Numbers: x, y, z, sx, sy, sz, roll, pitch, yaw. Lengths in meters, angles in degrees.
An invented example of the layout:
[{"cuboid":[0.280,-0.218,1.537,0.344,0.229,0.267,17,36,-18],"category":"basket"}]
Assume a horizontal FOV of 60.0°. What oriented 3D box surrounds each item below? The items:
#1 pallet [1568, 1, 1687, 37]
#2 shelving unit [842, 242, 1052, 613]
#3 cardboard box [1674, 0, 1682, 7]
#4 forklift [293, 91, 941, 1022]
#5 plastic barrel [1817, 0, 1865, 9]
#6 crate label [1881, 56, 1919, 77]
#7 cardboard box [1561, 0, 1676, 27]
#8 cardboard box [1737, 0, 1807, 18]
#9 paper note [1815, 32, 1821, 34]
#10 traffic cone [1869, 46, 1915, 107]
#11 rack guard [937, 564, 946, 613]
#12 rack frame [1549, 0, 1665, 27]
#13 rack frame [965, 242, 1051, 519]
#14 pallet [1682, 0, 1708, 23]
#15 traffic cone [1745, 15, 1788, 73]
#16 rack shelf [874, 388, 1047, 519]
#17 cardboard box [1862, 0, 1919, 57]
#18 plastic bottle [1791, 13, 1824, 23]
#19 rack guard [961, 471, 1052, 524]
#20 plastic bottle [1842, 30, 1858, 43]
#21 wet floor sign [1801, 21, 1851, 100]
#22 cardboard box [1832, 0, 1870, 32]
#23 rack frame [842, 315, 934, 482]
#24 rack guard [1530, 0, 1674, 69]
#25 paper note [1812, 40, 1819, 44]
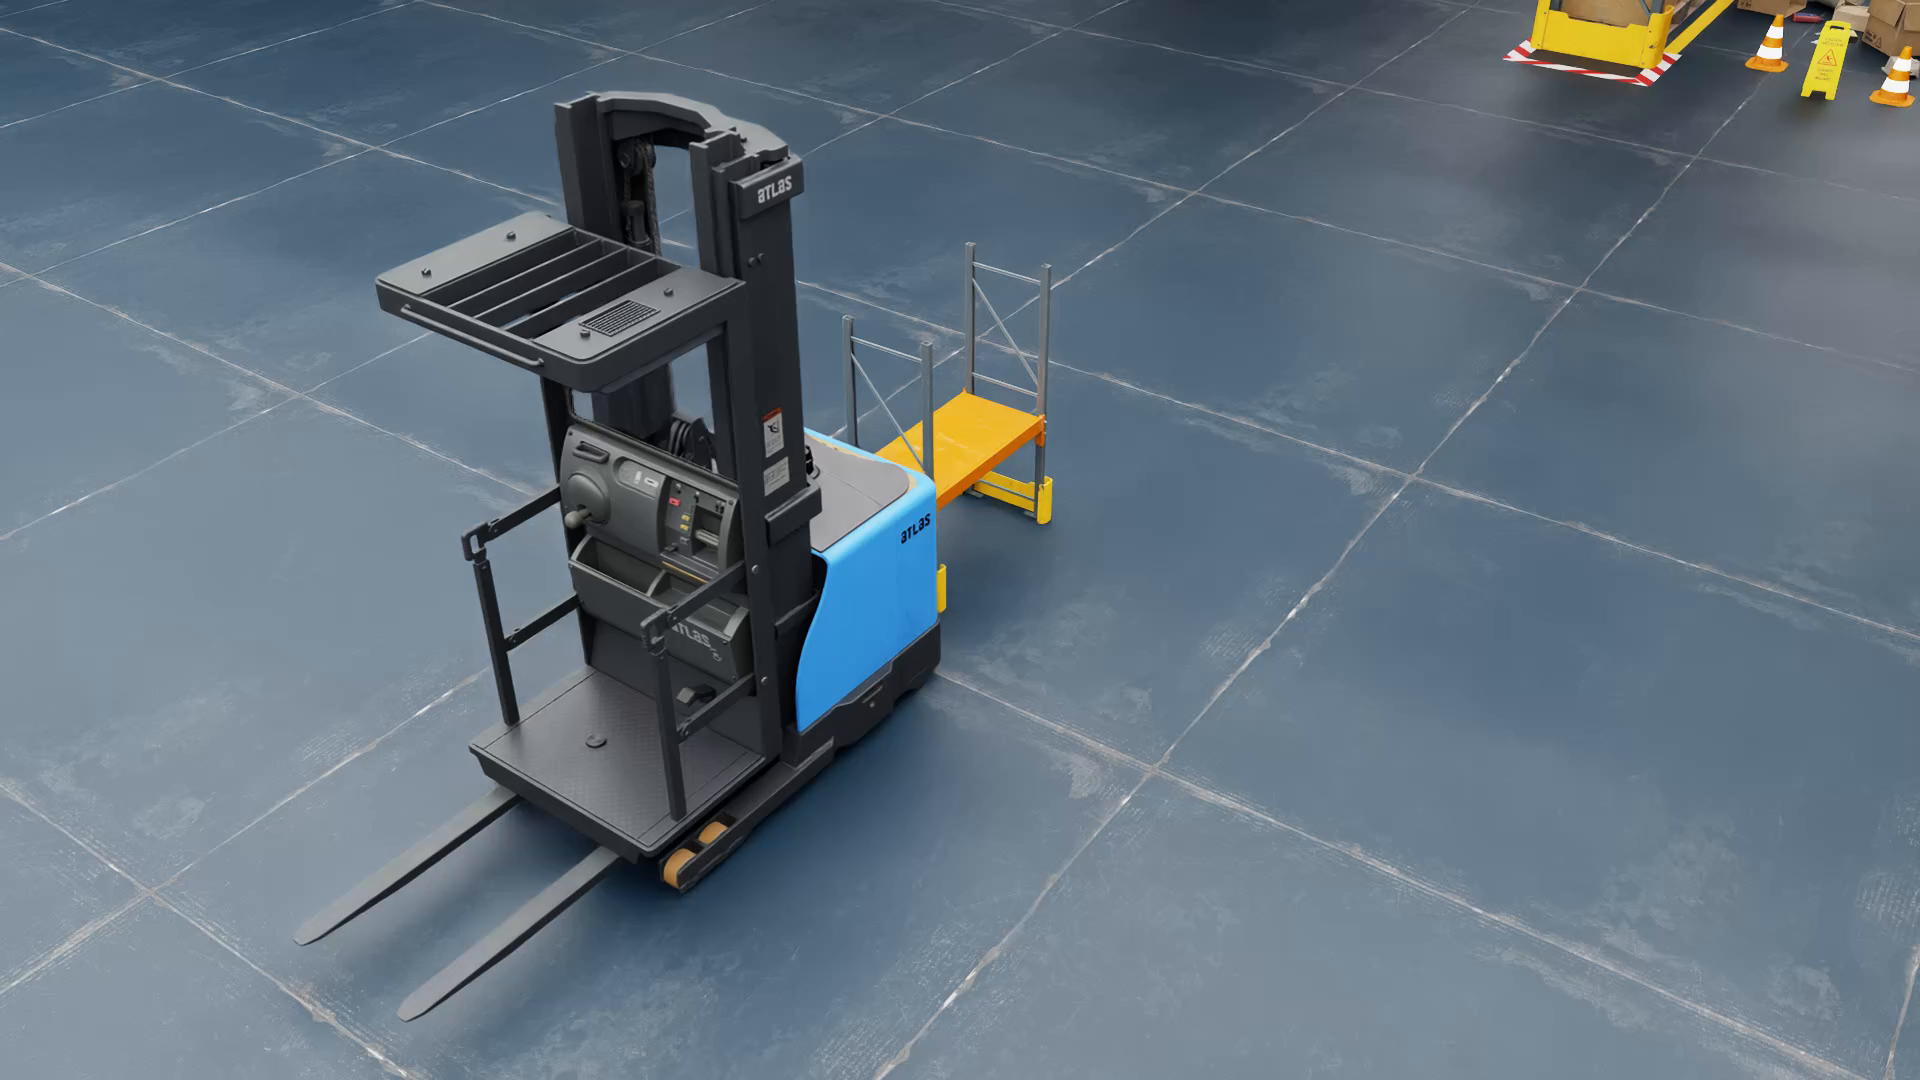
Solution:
[{"cuboid":[6.411,-5.094,16.270,1.003,0.211,1.213,21,39,28],"category":"pallet"},{"cuboid":[-0.043,-0.586,8.454,0.587,1.500,1.083,21,39,28],"category":"shelving unit"},{"cuboid":[6.852,-5.889,16.478,0.875,0.875,0.875,21,39,27],"category":"cardboard box"},{"cuboid":[-1.366,-0.093,6.447,1.130,2.935,3.031,22,40,29],"category":"forklift"},{"cuboid":[8.914,-5.618,16.855,0.421,0.421,0.512,-9,35,-13],"category":"plastic barrel"},{"cuboid":[8.621,-4.325,15.200,0.250,0.136,0.298,3,34,4],"category":"crate label"},{"cuboid":[6.352,-5.483,15.878,0.875,0.875,0.875,21,40,28],"category":"cardboard box"},{"cuboid":[8.258,-5.620,16.788,0.500,0.500,0.500,29,44,36],"category":"cardboard box"},{"cuboid":[8.400,-4.948,16.233,0.123,0.001,0.032,-15,37,-21],"category":"paper note"},{"cuboid":[8.223,-4.079,14.544,0.336,0.463,0.334,21,39,28],"category":"traffic cone"},{"cuboid":[-0.327,0.161,8.465,0.587,0.250,0.087,21,39,28],"category":"rack guard"},{"cuboid":[6.019,-5.856,14.908,1.000,3.000,0.127,21,39,28],"category":"rack frame"},{"cuboid":[0.241,-0.816,8.793,0.500,1.500,0.032,21,39,28],"category":"rack frame"},{"cuboid":[7.107,-5.653,17.097,1.003,0.211,1.213,21,39,28],"category":"pallet"},{"cuboid":[7.489,-4.596,15.309,0.336,0.463,0.334,21,39,28],"category":"traffic cone"},{"cuboid":[-0.049,-0.433,8.548,0.538,0.185,1.000,21,39,28],"category":"rack shelf"},{"cuboid":[9.065,-4.905,15.729,0.797,0.503,0.637,-3,34,-4],"category":"cardboard box"},{"cuboid":[8.443,-5.197,16.556,0.283,0.061,0.133,8,35,12],"category":"plastic bottle"},{"cuboid":[0.240,-0.298,9.143,0.587,0.250,0.087,21,39,28],"category":"rack guard"},{"cuboid":[8.595,-4.889,16.100,0.133,0.061,0.283,8,35,12],"category":"plastic bottle"},{"cuboid":[7.630,-4.235,14.612,0.267,0.644,0.232,14,37,20],"category":"wet floor sign"},{"cuboid":[8.833,-5.185,16.356,0.396,0.266,0.258,29,44,36],"category":"cardboard box"},{"cuboid":[-0.338,-0.348,8.101,0.500,1.500,0.032,21,39,28],"category":"rack frame"},{"cuboid":[6.006,-4.810,15.592,1.175,0.500,0.348,21,39,28],"category":"rack guard"},{"cuboid":[8.285,-4.786,15.977,0.142,0.017,0.144,-22,40,-29],"category":"paper note"}]
